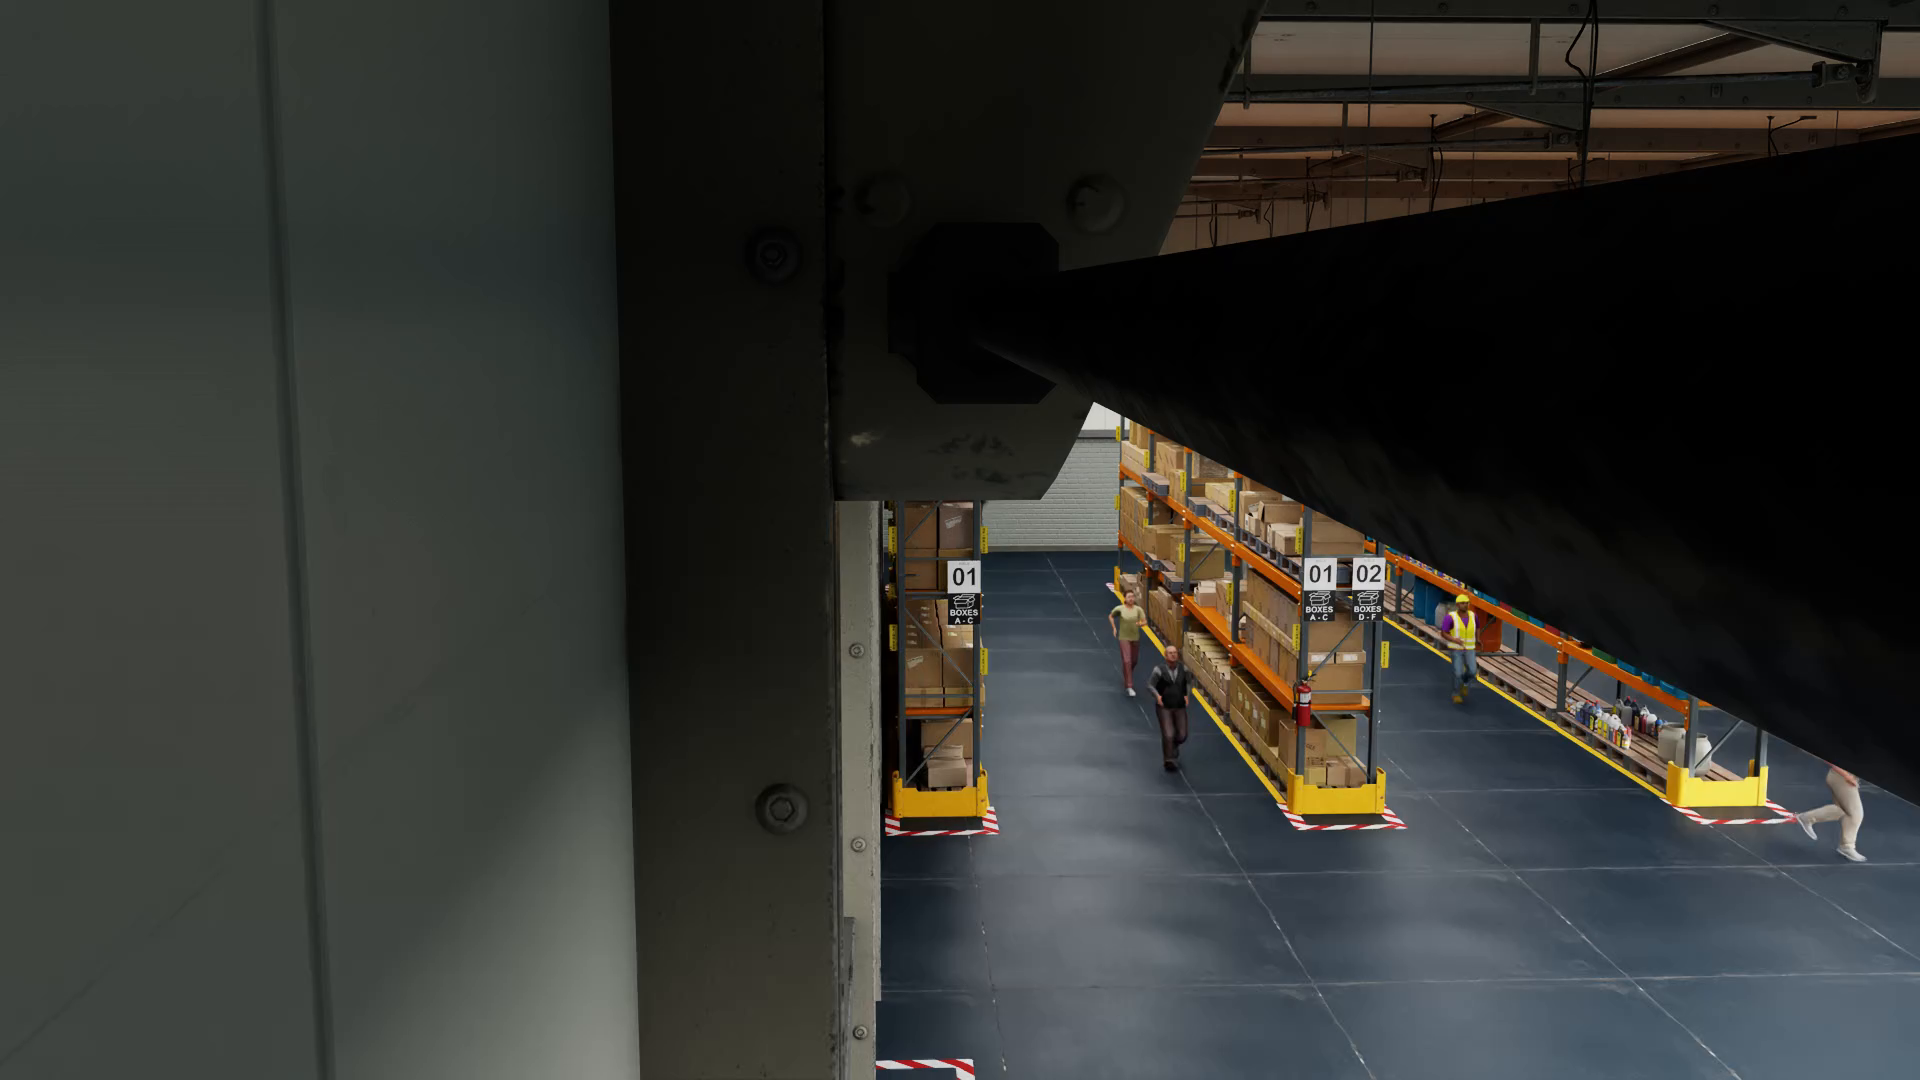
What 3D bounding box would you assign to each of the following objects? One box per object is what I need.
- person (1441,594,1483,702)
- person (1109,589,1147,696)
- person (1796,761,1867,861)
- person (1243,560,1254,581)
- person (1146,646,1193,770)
[{"bbox_3d":[7.920,1.717,26.171,0.691,1.724,0.586,0,8,-3],"label":"person"},{"bbox_3d":[2.738,1.617,26.910,0.574,1.655,0.969,-1,8,-10],"label":"person"},{"bbox_3d":[10.058,2.764,19.095,0.793,1.751,0.668,7,11,40],"label":"person"},{"bbox_3d":[6.021,0.485,35.089,0.576,1.639,0.741,-3,9,-17],"label":"person"},{"bbox_3d":[2.858,2.263,22.558,0.657,1.672,0.609,-1,8,-6],"label":"person"}]
